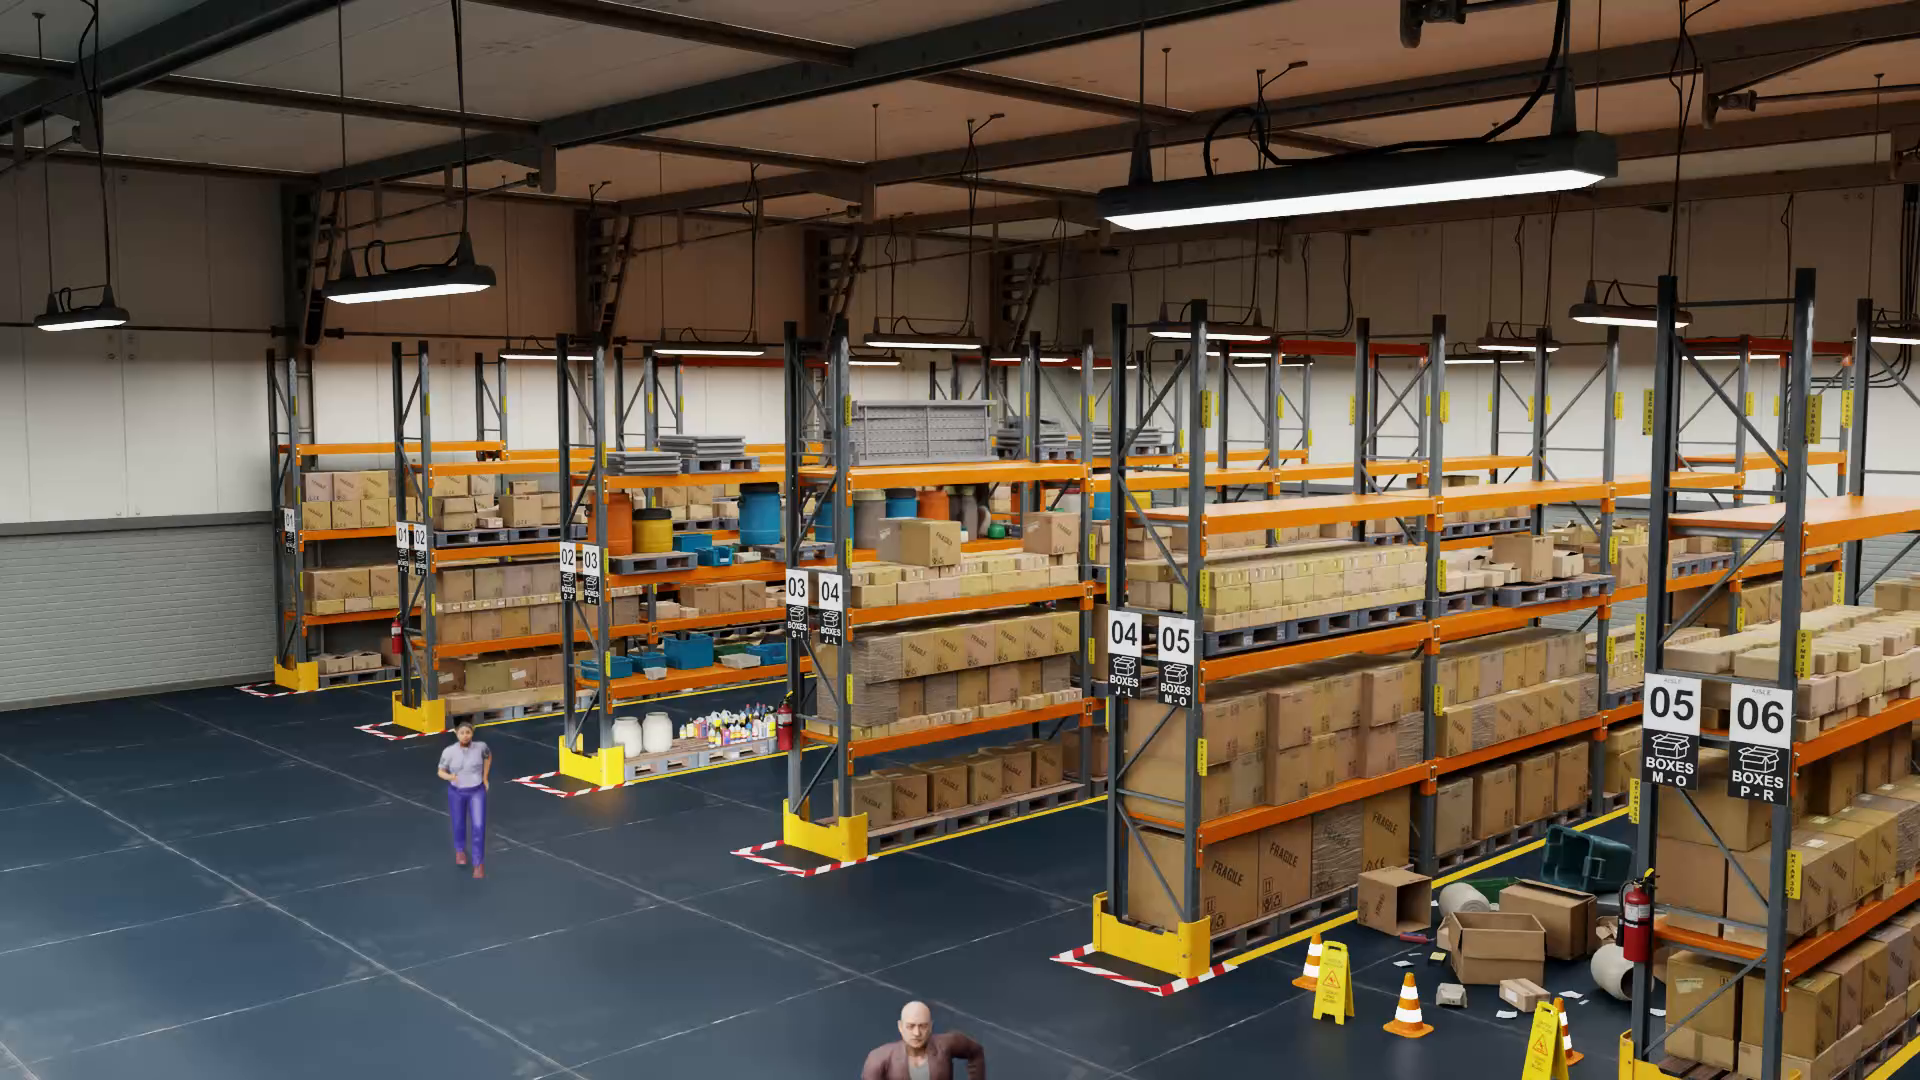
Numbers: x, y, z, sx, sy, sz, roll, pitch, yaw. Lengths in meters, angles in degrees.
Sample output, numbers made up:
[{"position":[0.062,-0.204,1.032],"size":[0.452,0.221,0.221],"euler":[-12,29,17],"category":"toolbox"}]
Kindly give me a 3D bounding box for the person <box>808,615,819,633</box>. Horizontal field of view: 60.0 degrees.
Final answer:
[{"position":[-2.978,1.319,35.090],"size":[0.572,1.651,0.802],"euler":[5,7,45],"category":"person"}]

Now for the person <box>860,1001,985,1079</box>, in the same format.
[{"position":[-0.208,3.463,9.469],"size":[0.753,1.766,0.882],"euler":[0,5,-2],"category":"person"}]

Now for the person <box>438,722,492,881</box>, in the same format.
[{"position":[-5.360,2.797,18.041],"size":[0.564,1.699,0.836],"euler":[-1,5,-17],"category":"person"}]
